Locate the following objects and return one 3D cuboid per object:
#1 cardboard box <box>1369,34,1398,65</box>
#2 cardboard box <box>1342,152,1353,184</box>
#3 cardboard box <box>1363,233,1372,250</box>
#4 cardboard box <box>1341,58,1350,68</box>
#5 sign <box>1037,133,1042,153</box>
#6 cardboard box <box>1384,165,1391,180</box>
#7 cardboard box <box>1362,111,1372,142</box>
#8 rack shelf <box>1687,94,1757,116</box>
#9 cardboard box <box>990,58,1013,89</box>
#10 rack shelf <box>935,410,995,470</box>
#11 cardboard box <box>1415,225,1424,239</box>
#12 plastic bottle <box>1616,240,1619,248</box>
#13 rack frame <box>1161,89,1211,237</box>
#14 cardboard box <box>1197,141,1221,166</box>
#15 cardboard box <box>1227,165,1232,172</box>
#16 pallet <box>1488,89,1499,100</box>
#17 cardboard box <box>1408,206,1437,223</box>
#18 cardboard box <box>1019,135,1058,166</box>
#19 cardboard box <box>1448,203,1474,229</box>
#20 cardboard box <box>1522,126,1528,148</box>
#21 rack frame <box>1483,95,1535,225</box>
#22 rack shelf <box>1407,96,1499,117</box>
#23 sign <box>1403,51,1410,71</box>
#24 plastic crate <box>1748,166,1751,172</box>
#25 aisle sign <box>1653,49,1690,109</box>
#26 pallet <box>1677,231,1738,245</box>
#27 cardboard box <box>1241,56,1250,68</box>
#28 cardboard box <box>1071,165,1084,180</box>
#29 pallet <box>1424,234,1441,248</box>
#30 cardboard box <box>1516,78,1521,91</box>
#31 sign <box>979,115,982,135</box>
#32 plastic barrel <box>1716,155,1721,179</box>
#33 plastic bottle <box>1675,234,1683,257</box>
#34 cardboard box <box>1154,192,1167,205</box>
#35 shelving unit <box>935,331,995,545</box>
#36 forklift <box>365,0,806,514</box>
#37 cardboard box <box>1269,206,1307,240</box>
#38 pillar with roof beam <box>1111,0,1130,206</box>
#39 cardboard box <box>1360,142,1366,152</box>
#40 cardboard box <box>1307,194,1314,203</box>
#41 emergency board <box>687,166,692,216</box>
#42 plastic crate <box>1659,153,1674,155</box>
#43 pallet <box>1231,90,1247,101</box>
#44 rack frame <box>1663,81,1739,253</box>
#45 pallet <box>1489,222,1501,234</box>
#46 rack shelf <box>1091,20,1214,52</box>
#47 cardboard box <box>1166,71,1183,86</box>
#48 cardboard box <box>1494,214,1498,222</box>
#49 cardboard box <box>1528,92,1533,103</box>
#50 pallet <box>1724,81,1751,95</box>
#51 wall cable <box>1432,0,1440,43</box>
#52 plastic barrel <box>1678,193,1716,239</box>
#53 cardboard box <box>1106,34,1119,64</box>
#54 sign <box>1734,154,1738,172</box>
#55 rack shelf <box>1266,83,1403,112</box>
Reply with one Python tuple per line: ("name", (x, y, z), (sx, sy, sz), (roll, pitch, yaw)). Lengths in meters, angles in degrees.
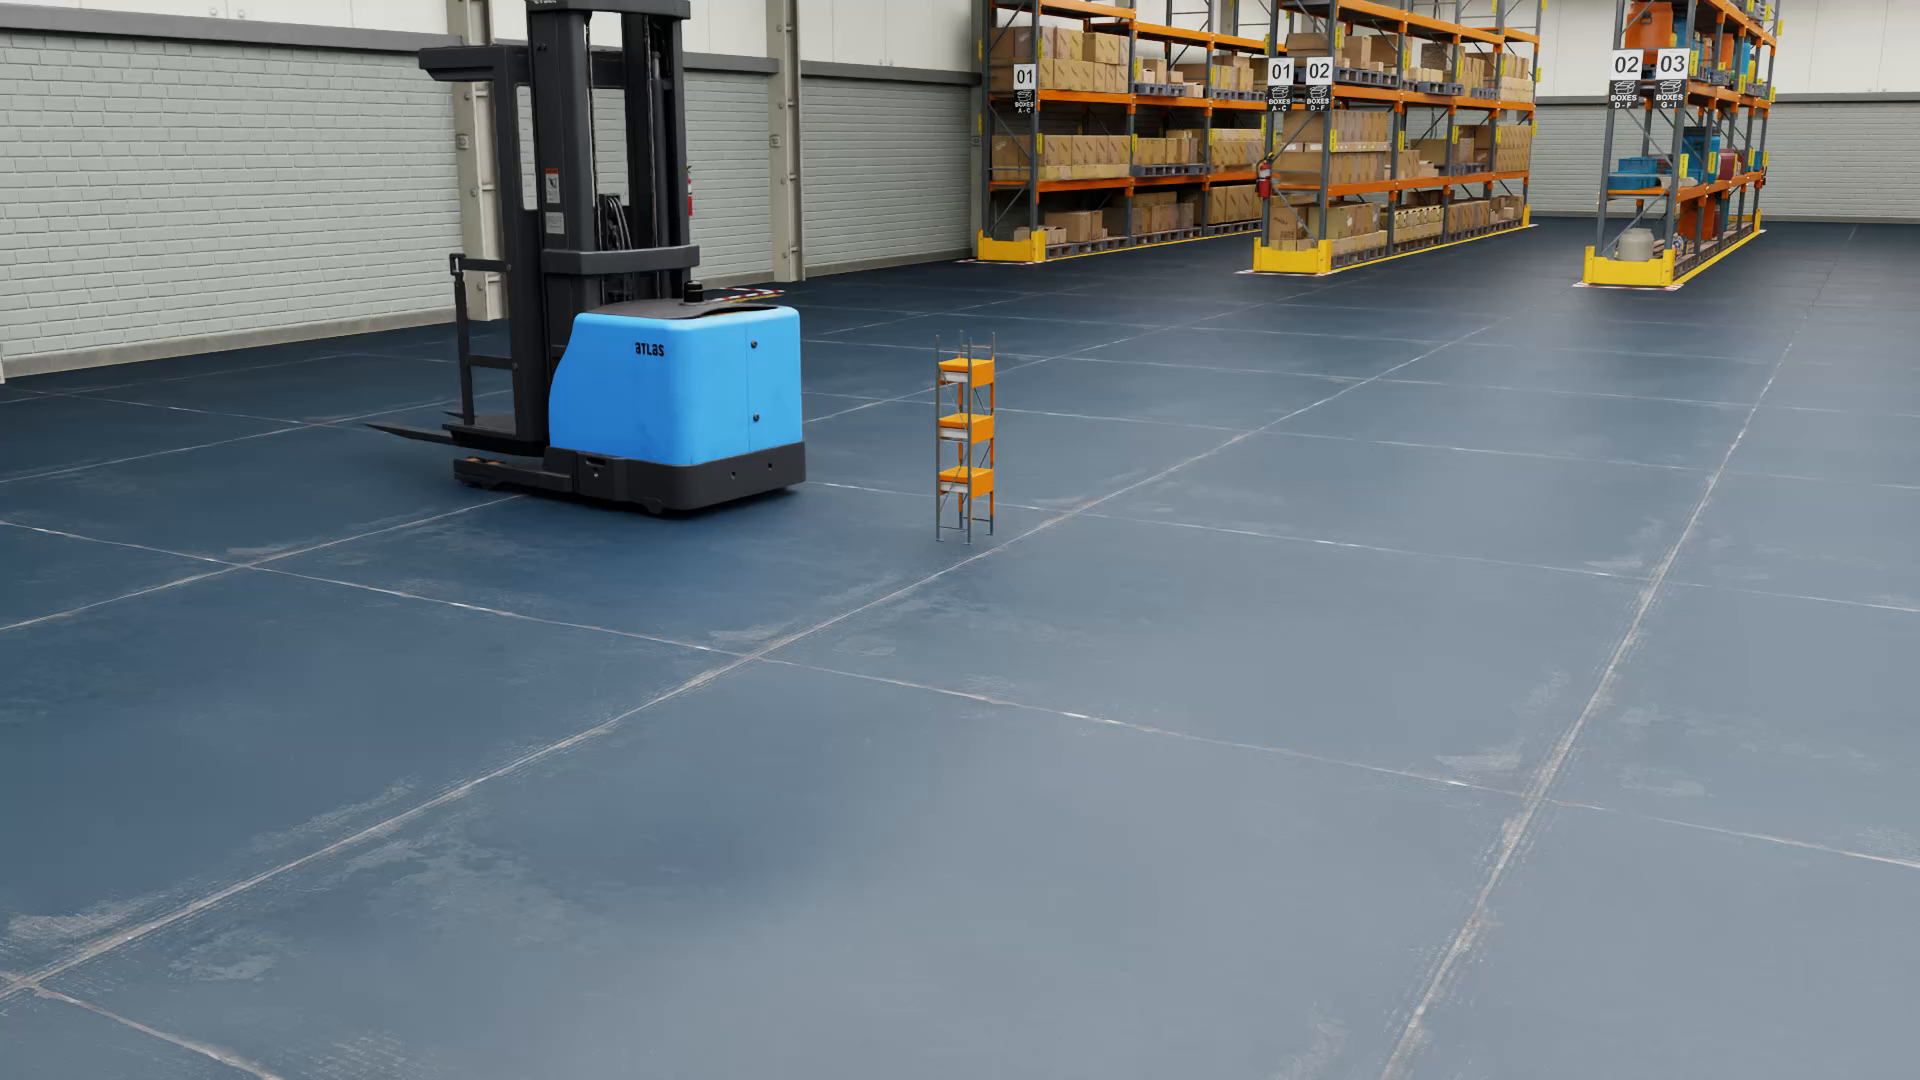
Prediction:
("cardboard box", (7.440, -8.550, 29.021), (0.500, 0.500, 0.500), (8, 15, 29))
("cardboard box", (5.905, -6.005, 26.830), (0.700, 0.500, 0.500), (7, 15, 28))
("cardboard box", (6.595, -5.015, 27.908), (0.500, 0.250, 0.500), (7, 15, 28))
("cardboard box", (5.897, -7.483, 26.112), (0.380, 0.149, 0.250), (7, 15, 28))
("sign", (1.311, -6.573, 27.550), (0.100, 0.325, 0.005), (7, 15, 28))
("cardboard box", (7.307, -6.507, 29.443), (0.500, 0.250, 0.500), (9, 16, 32))
("cardboard box", (6.413, -6.855, 27.585), (0.700, 0.500, 0.500), (7, 15, 28))
("rack shelf", (14.342, -8.251, 31.493), (1.077, 0.370, 4.000), (7, 15, 28))
("cardboard box", (0.816, -7.844, 28.015), (0.500, 0.500, 0.500), (9, 16, 32))
("rack shelf", (0.026, -0.511, 8.459), (0.215, 0.259, 0.240), (7, 15, 28))
("cardboard box", (8.262, -5.711, 30.794), (0.500, 0.250, 0.500), (8, 16, 29))
("plastic bottle", (10.053, -4.437, 25.394), (0.061, 0.283, 0.133), (8, 16, 29))
("rack frame", (4.703, -7.855, 34.714), (1.000, 3.000, 0.127), (7, 15, 28))
("cardboard box", (5.162, -8.128, 34.959), (0.500, 0.500, 0.500), (8, 16, 30))
("cardboard box", (5.662, -8.051, 36.021), (0.380, 0.149, 0.250), (8, 16, 29))
("pallet", (10.598, -9.356, 34.942), (1.213, 0.211, 1.003), (7, 15, 28))
("cardboard box", (8.758, -6.192, 31.590), (0.500, 0.311, 0.500), (7, 15, 27))
("cardboard box", (1.329, -6.579, 28.099), (0.500, 0.500, 0.500), (7, 15, 28))
("cardboard box", (10.254, -6.672, 34.203), (0.500, 0.500, 0.500), (7, 15, 26))
("cardboard box", (12.691, -9.244, 38.130), (0.500, 0.500, 0.500), (8, 16, 30))
("rack frame", (12.908, -8.936, 39.198), (1.000, 3.000, 0.127), (7, 15, 28))
("rack shelf", (10.008, -8.813, 33.824), (1.077, 0.370, 4.000), (7, 15, 28))
("sign", (7.594, -8.159, 28.305), (0.100, 0.325, 0.005), (7, 15, 28))
("plastic crate", (16.474, -7.871, 35.011), (0.416, 0.233, 0.300), (7, 15, 28))
("aisle sign", (9.730, -6.307, 22.747), (0.394, 0.787, 0.004), (7, 15, 28))
("pallet", (14.900, -6.044, 33.152), (1.003, 0.211, 1.213), (7, 15, 28))
("cardboard box", (6.096, -10.595, 36.928), (0.500, 0.250, 0.500), (9, 16, 32))
("cardboard box", (1.839, -6.426, 29.067), (0.500, 0.250, 0.500), (7, 15, 27))
("pallet", (8.609, -5.774, 32.034), (1.003, 0.211, 1.213), (7, 15, 28))
("cardboard box", (12.161, -10.122, 36.970), (0.500, 0.250, 0.500), (7, 15, 28))
("sign", (0.359, -6.997, 28.012), (0.100, 0.325, 0.005), (7, 15, 28))
("plastic barrel", (13.065, -6.551, 29.070), (0.421, 0.512, 0.421), (0, 14, 0))
("plastic bottle", (11.134, -4.567, 25.792), (0.144, 0.351, 0.185), (7, 15, 28))
("cardboard box", (3.826, -6.848, 33.335), (0.500, 0.250, 0.500), (7, 15, 28))
("shelving unit", (0.026, -0.521, 8.456), (0.215, 1.050, 0.252), (7, 15, 28))
("forklift", (-2.392, -1.811, 9.794), (3.031, 2.935, 1.130), (9, 16, 34))
("cardboard box", (5.172, -5.029, 26.363), (0.500, 0.500, 0.500), (7, 15, 28))
("pillar with roof beam", (7.086, -10.115, 31.288), (9.100, 9.000, 0.400), (7, 15, 28))
("cardboard box", (6.423, -6.442, 27.258), (0.380, 0.149, 0.250), (8, 16, 30))
("cardboard box", (8.319, -8.330, 41.123), (0.700, 0.500, 0.500), (7, 15, 28))
("emergency board", (-3.712, -4.721, 21.717), (0.194, 1.169, 0.643), (7, 15, 28))
("plastic crate", (12.326, -6.467, 28.820), (0.402, 0.464, 0.583), (7, 15, 28))
("pallet", (5.506, -9.589, 35.911), (1.003, 0.211, 1.213), (8, 16, 31))
("rack frame", (13.375, -6.732, 30.059), (1.000, 3.000, 0.127), (7, 15, 28))
("pallet", (11.308, -6.900, 36.704), (1.003, 0.211, 1.213), (7, 15, 28))
("rack shelf", (3.736, -9.817, 32.440), (1.077, 0.370, 4.000), (7, 15, 28))
("cardboard box", (3.995, -9.117, 33.289), (0.797, 0.503, 0.637), (10, 17, 36))
("cardboard box", (11.776, -7.192, 37.070), (0.380, 0.166, 0.250), (7, 15, 28))
("cardboard box", (12.891, -10.186, 38.303), (0.500, 0.250, 0.500), (7, 15, 28))
("pallet", (13.831, -8.245, 30.334), (1.003, 0.211, 1.213), (7, 15, 28))
("wall cable", (13.986, -14.172, 43.965), (3.097, 2.526, 0.112), (7, 15, 28))
("plastic barrel", (13.597, -5.984, 30.688), (0.600, 0.830, 0.708), (7, 15, 28))
("cardboard box", (2.507, -8.789, 29.800), (0.500, 0.500, 0.500), (8, 16, 31))
("sign", (13.860, -6.751, 29.787), (0.100, 0.325, 0.005), (7, 15, 28))
("rack shelf", (6.141, -7.172, 27.016), (1.077, 0.370, 4.000), (7, 15, 28))
